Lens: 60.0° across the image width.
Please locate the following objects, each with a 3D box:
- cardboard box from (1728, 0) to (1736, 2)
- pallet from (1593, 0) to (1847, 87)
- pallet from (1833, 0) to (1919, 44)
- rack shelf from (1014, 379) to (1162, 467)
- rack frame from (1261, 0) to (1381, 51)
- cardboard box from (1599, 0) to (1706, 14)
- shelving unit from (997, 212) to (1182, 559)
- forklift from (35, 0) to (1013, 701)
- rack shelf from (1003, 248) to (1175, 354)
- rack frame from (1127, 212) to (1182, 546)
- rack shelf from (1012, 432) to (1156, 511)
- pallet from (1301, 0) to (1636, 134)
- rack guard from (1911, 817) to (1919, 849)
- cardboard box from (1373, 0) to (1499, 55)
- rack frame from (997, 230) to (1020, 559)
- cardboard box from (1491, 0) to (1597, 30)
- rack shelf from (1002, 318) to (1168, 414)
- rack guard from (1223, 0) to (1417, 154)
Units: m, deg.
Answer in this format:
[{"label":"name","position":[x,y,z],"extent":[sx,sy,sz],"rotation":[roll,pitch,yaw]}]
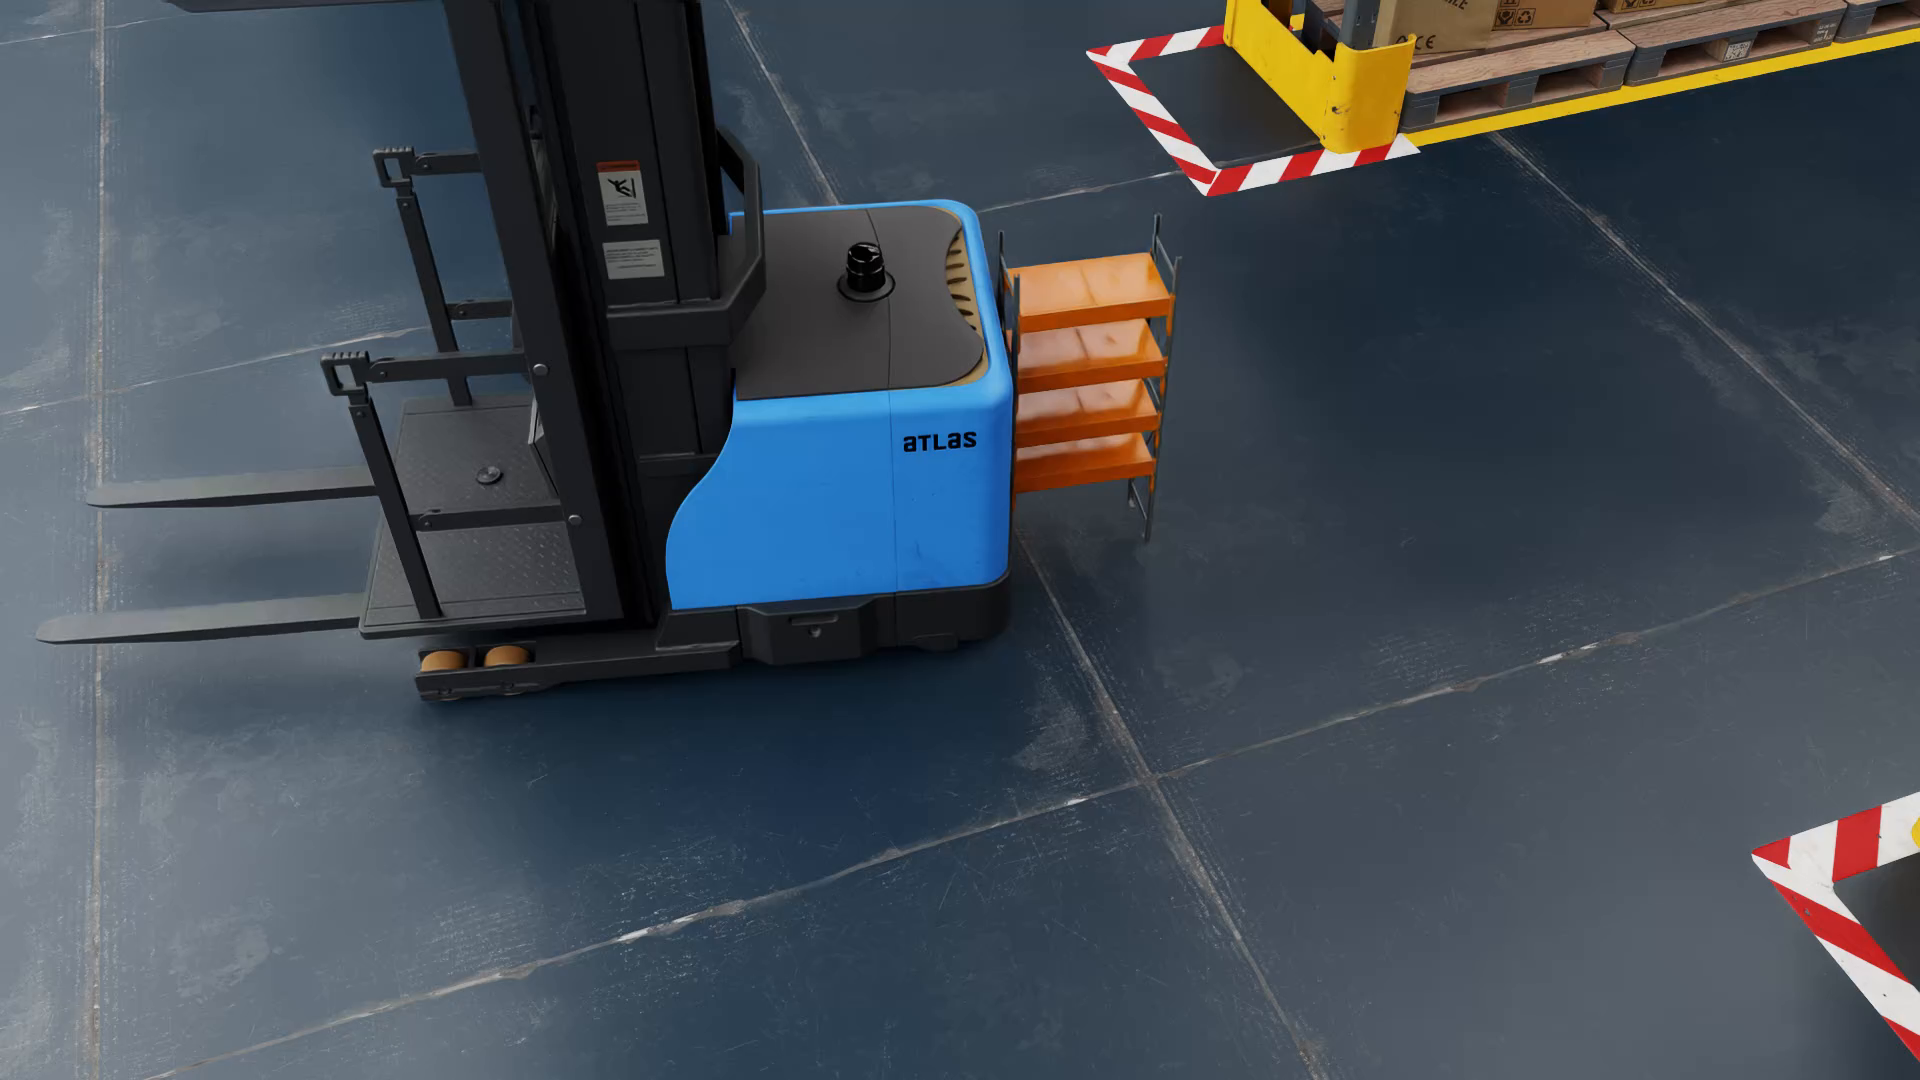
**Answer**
[{"label":"cardboard box","position":[3.849,-3.010,8.100],"extent":[0.500,0.500,0.500],"rotation":[-18,48,-17]},{"label":"pallet","position":[3.563,-2.692,8.284],"extent":[1.213,0.211,1.003],"rotation":[-14,47,-14]},{"label":"pallet","position":[4.712,-2.988,8.579],"extent":[1.213,0.211,1.003],"rotation":[-14,47,-14]},{"label":"rack shelf","position":[0.384,-0.406,5.403],"extent":[0.480,0.148,0.258],"rotation":[-8,46,-8]},{"label":"rack frame","position":[1.569,-3.196,6.817],"extent":[0.127,3.000,1.000],"rotation":[-14,47,-14]},{"label":"cardboard box","position":[3.308,-2.905,7.996],"extent":[0.500,0.500,0.500],"rotation":[-10,46,-10]},{"label":"shelving unit","position":[0.384,-0.454,5.355],"extent":[0.503,1.200,0.258],"rotation":[-8,46,-8]},{"label":"forklift","position":[-1.389,-0.925,4.602],"extent":[3.031,2.935,1.130],"rotation":[-5,45,-4]},{"label":"rack shelf","position":[0.384,-0.731,5.077],"extent":[0.480,0.148,0.258],"rotation":[-8,46,-8]},{"label":"rack frame","position":[0.623,-0.488,5.389],"extent":[0.015,1.200,0.240],"rotation":[-8,46,-8]},{"label":"rack shelf","position":[0.384,-0.266,5.543],"extent":[0.480,0.148,0.258],"rotation":[-8,46,-8]},{"label":"pallet","position":[2.417,-2.402,7.995],"extent":[1.213,0.211,1.003],"rotation":[-14,47,-14]},{"label":"rack guard","position":[3.136,1.021,4.379],"extent":[0.348,0.500,1.175],"rotation":[-14,47,-14]},{"label":"cardboard box","position":[2.162,-2.601,7.693],"extent":[0.500,0.500,0.500],"rotation":[-6,45,-6]},{"label":"rack frame","position":[0.144,-0.420,5.321],"extent":[0.015,1.200,0.240],"rotation":[-8,46,-8]},{"label":"cardboard box","position":[2.713,-2.767,7.859],"extent":[0.500,0.500,0.500],"rotation":[-3,45,-3]},{"label":"rack shelf","position":[0.384,-0.564,5.244],"extent":[0.480,0.148,0.258],"rotation":[-8,46,-8]},{"label":"rack guard","position":[1.641,-2.332,7.721],"extent":[0.348,0.500,1.175],"rotation":[-14,47,-14]}]
